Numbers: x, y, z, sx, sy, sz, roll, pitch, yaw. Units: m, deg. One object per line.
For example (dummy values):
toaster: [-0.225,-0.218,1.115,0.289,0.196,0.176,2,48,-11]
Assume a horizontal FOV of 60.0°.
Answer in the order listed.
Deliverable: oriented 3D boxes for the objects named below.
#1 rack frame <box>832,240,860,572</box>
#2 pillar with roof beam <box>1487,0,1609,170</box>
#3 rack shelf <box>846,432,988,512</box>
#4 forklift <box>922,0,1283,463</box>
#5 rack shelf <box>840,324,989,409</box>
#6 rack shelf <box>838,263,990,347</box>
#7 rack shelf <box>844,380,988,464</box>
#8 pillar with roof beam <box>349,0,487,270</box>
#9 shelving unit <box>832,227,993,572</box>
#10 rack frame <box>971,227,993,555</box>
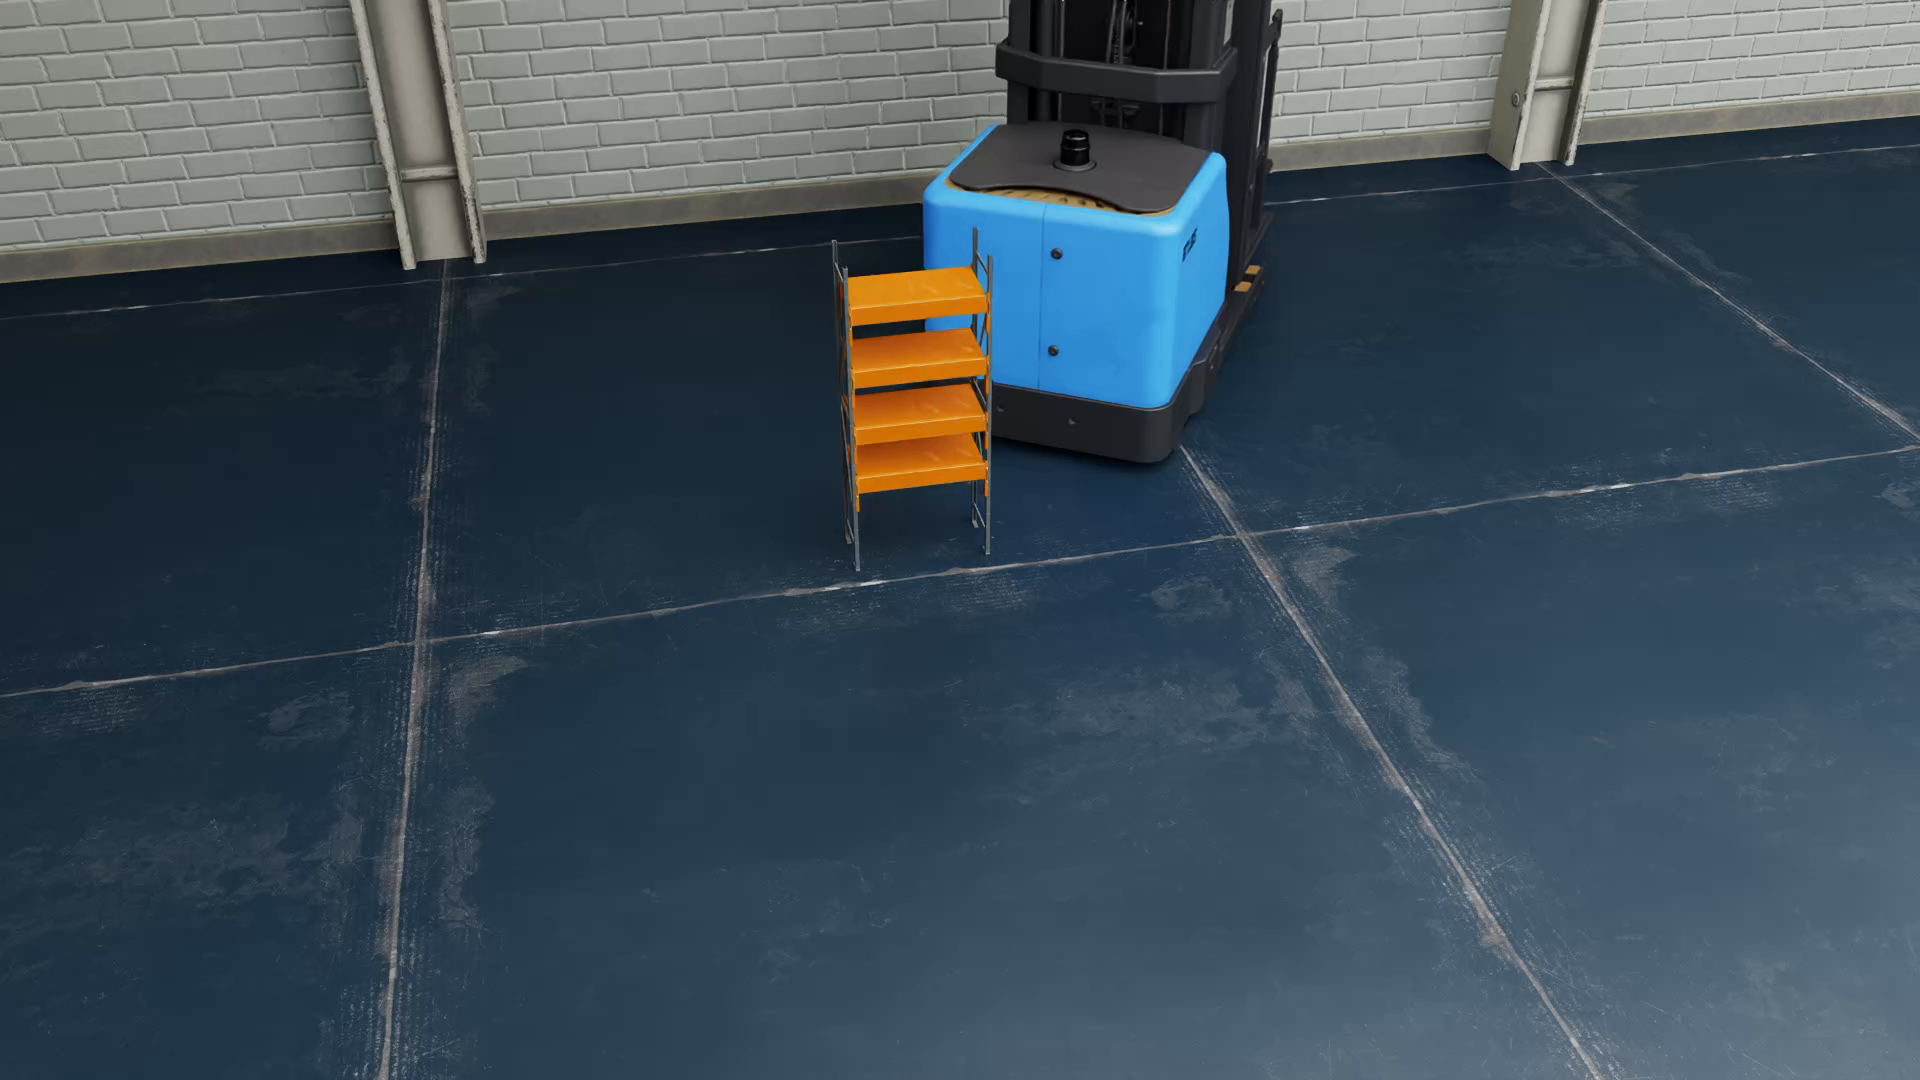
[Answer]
rack frame: [-0.399,-0.448,5.841,0.015,1.200,0.240,-7,35,-11]
pillar with roof beam: [4.201,-3.583,3.513,0.400,9.000,9.100,-7,35,-11]
rack shelf: [-0.161,-0.257,6.033,0.480,0.148,0.258,-7,35,-11]
forklift: [0.827,-2.337,7.102,1.130,2.935,3.031,12,36,17]
rack shelf: [-0.161,-0.608,5.798,0.480,0.148,0.258,-7,35,-11]
rack shelf: [-0.161,-0.804,5.666,0.480,0.148,0.258,-7,35,-11]
rack shelf: [-0.161,-0.422,5.923,0.480,0.148,0.258,-7,35,-11]
pillar with roof beam: [-1.651,-2.845,2.414,0.400,9.000,9.100,-7,35,-11]
shelving unit: [-0.161,-0.478,5.885,0.503,1.200,0.258,-7,35,-11]
rack frame: [0.077,-0.508,5.930,0.015,1.200,0.240,-7,35,-11]
